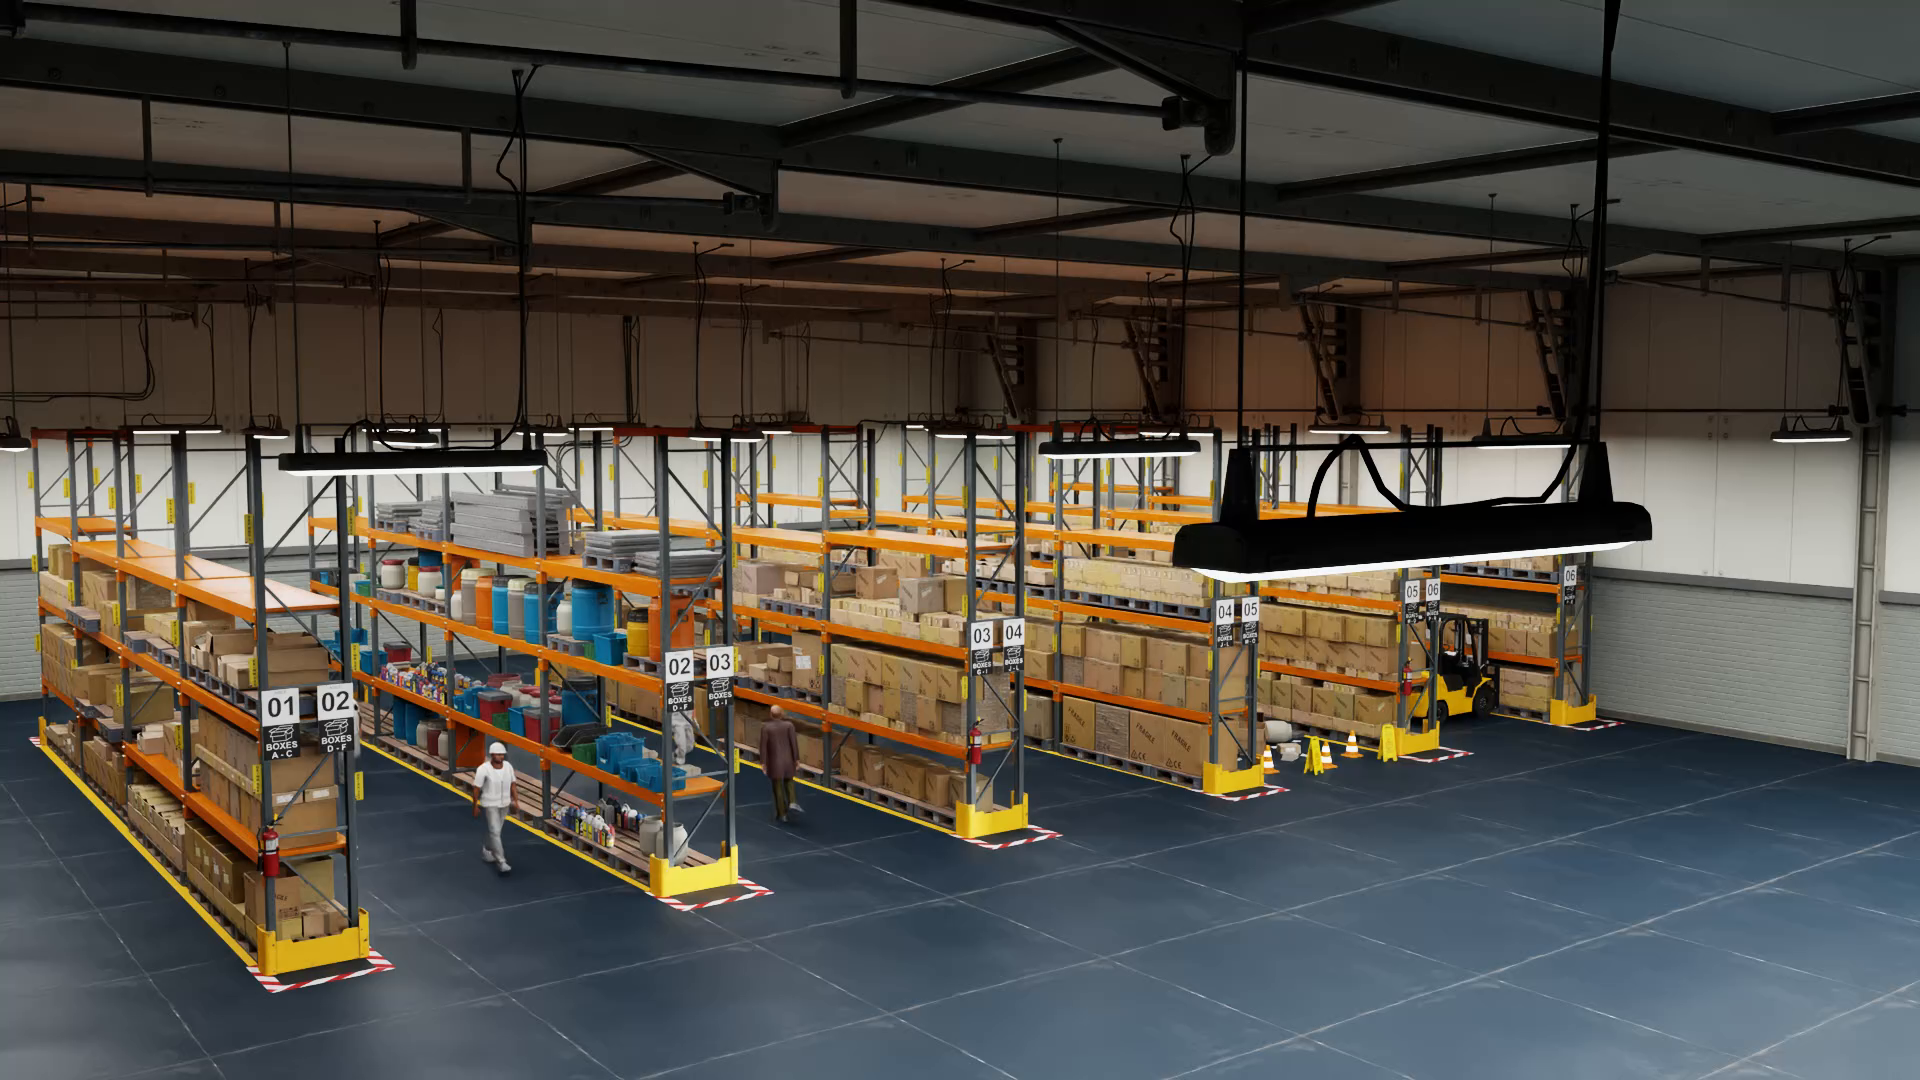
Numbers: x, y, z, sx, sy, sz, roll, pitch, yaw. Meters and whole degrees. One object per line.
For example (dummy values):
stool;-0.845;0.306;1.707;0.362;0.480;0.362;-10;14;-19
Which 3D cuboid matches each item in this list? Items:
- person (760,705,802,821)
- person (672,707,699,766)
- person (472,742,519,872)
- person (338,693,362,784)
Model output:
person;-2.755;3.430;25.611;0.627;1.771;0.571;-2;5;-25
person;-4.870;3.202;28.735;0.700;1.766;0.624;4;6;38
person;-6.344;3.646;22.932;0.998;1.710;0.587;3;6;37
person;-10.488;3.300;28.335;0.592;1.647;0.571;4;6;43
